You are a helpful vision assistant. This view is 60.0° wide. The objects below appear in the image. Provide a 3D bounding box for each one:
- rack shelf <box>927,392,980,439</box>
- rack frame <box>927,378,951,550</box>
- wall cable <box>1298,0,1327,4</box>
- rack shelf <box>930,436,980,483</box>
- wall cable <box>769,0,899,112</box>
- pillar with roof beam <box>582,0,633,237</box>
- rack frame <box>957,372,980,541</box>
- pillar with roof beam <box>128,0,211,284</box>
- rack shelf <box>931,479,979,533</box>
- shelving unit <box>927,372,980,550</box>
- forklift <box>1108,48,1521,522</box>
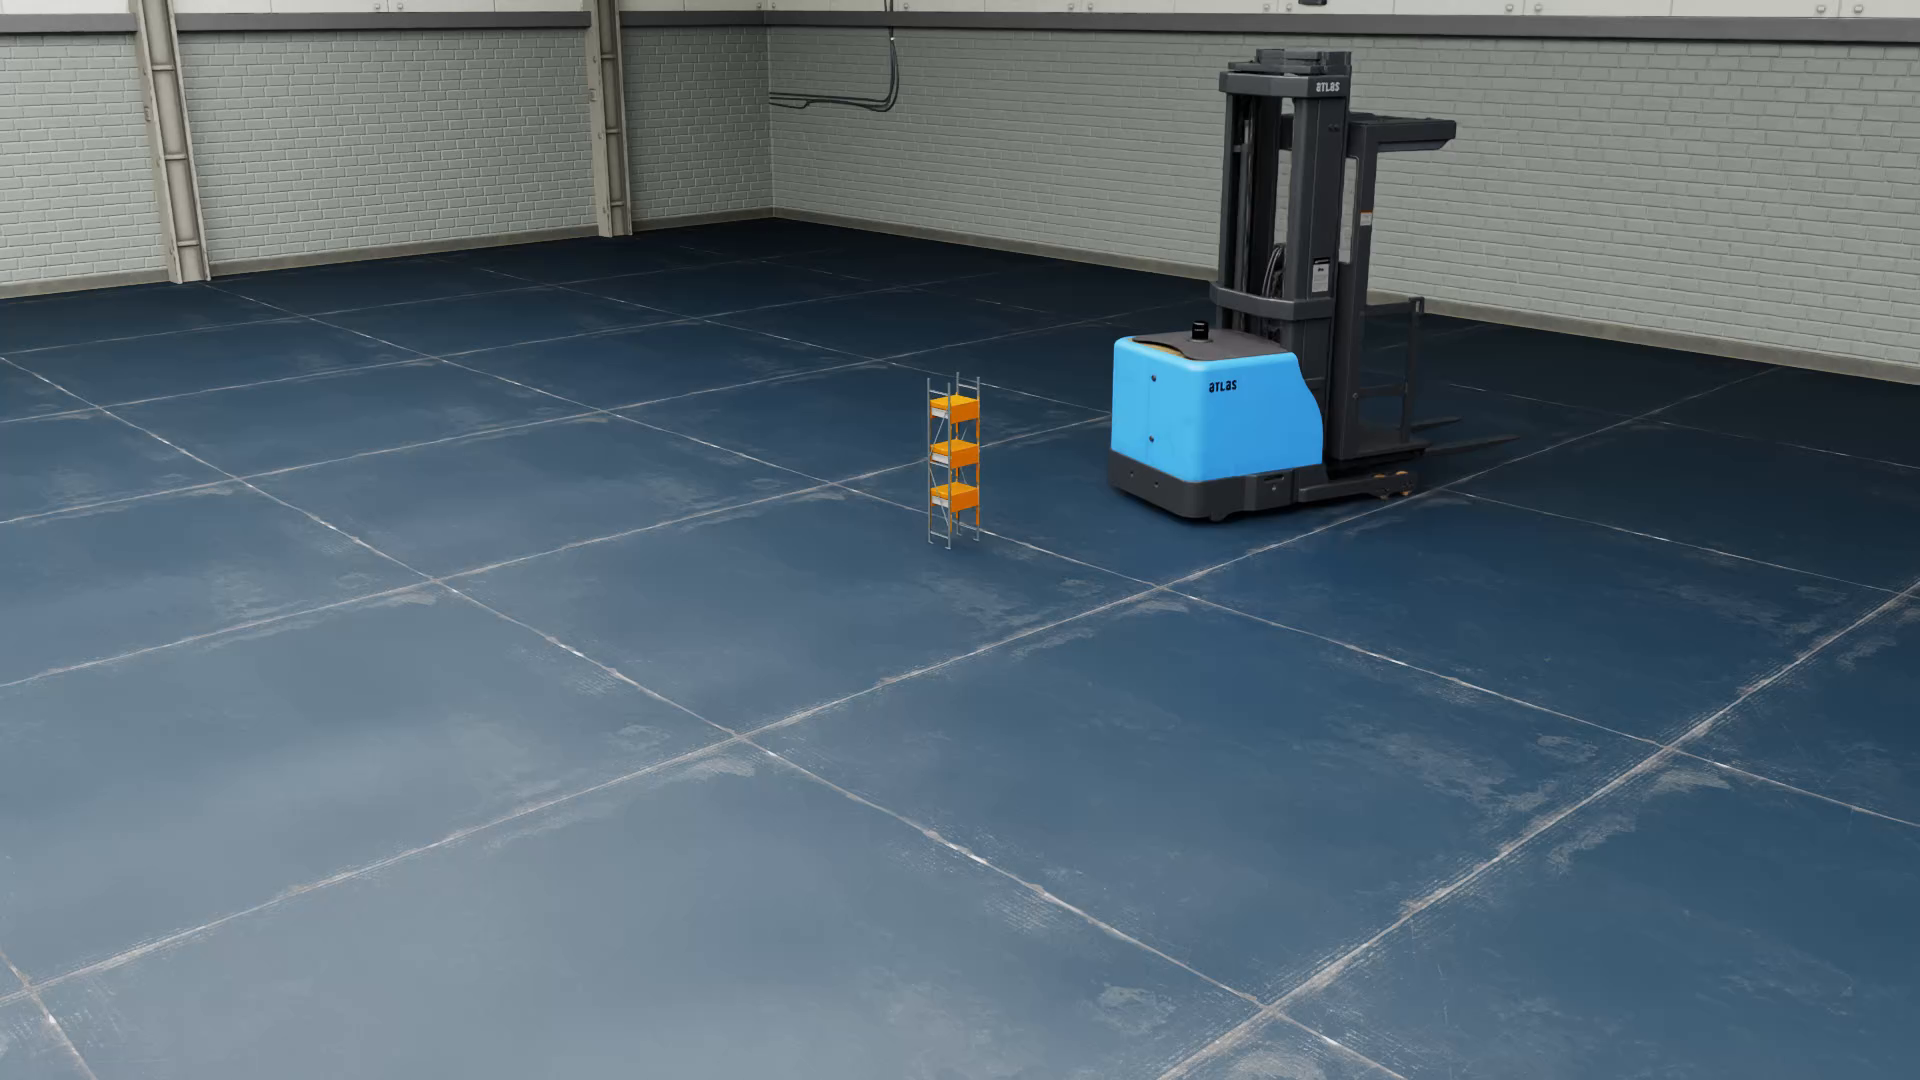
[{"bbox_3d":[-0.039,-0.748,10.204,0.240,0.259,0.215,-16,24,-41],"label":"rack shelf"},{"bbox_3d":[-0.128,-0.462,10.208,0.008,1.050,0.200,-16,24,-41],"label":"rack frame"},{"bbox_3d":[4.555,-8.526,16.677,0.169,6.003,2.305,-16,24,-41],"label":"wall cable"},{"bbox_3d":[-0.039,-0.478,10.291,0.240,0.259,0.215,-16,24,-41],"label":"rack shelf"},{"bbox_3d":[-1.956,-7.562,24.252,0.112,2.526,3.097,-16,24,-41],"label":"wall cable"},{"bbox_3d":[-2.048,-7.746,19.786,0.400,9.000,9.100,-16,24,-41],"label":"pillar with roof beam"},{"bbox_3d":[0.050,-0.514,10.368,0.008,1.050,0.200,-16,24,-41],"label":"rack frame"},{"bbox_3d":[-6.407,-6.475,15.865,0.400,9.000,9.100,-16,24,-41],"label":"pillar with roof beam"},{"bbox_3d":[-0.039,-0.214,10.377,0.240,0.259,0.215,-16,24,-41],"label":"rack shelf"},{"bbox_3d":[-0.039,-0.488,10.288,0.252,1.050,0.215,-16,24,-41],"label":"shelving unit"},{"bbox_3d":[2.574,-1.810,11.315,3.031,2.935,1.130,-9,20,-26],"label":"forklift"}]
